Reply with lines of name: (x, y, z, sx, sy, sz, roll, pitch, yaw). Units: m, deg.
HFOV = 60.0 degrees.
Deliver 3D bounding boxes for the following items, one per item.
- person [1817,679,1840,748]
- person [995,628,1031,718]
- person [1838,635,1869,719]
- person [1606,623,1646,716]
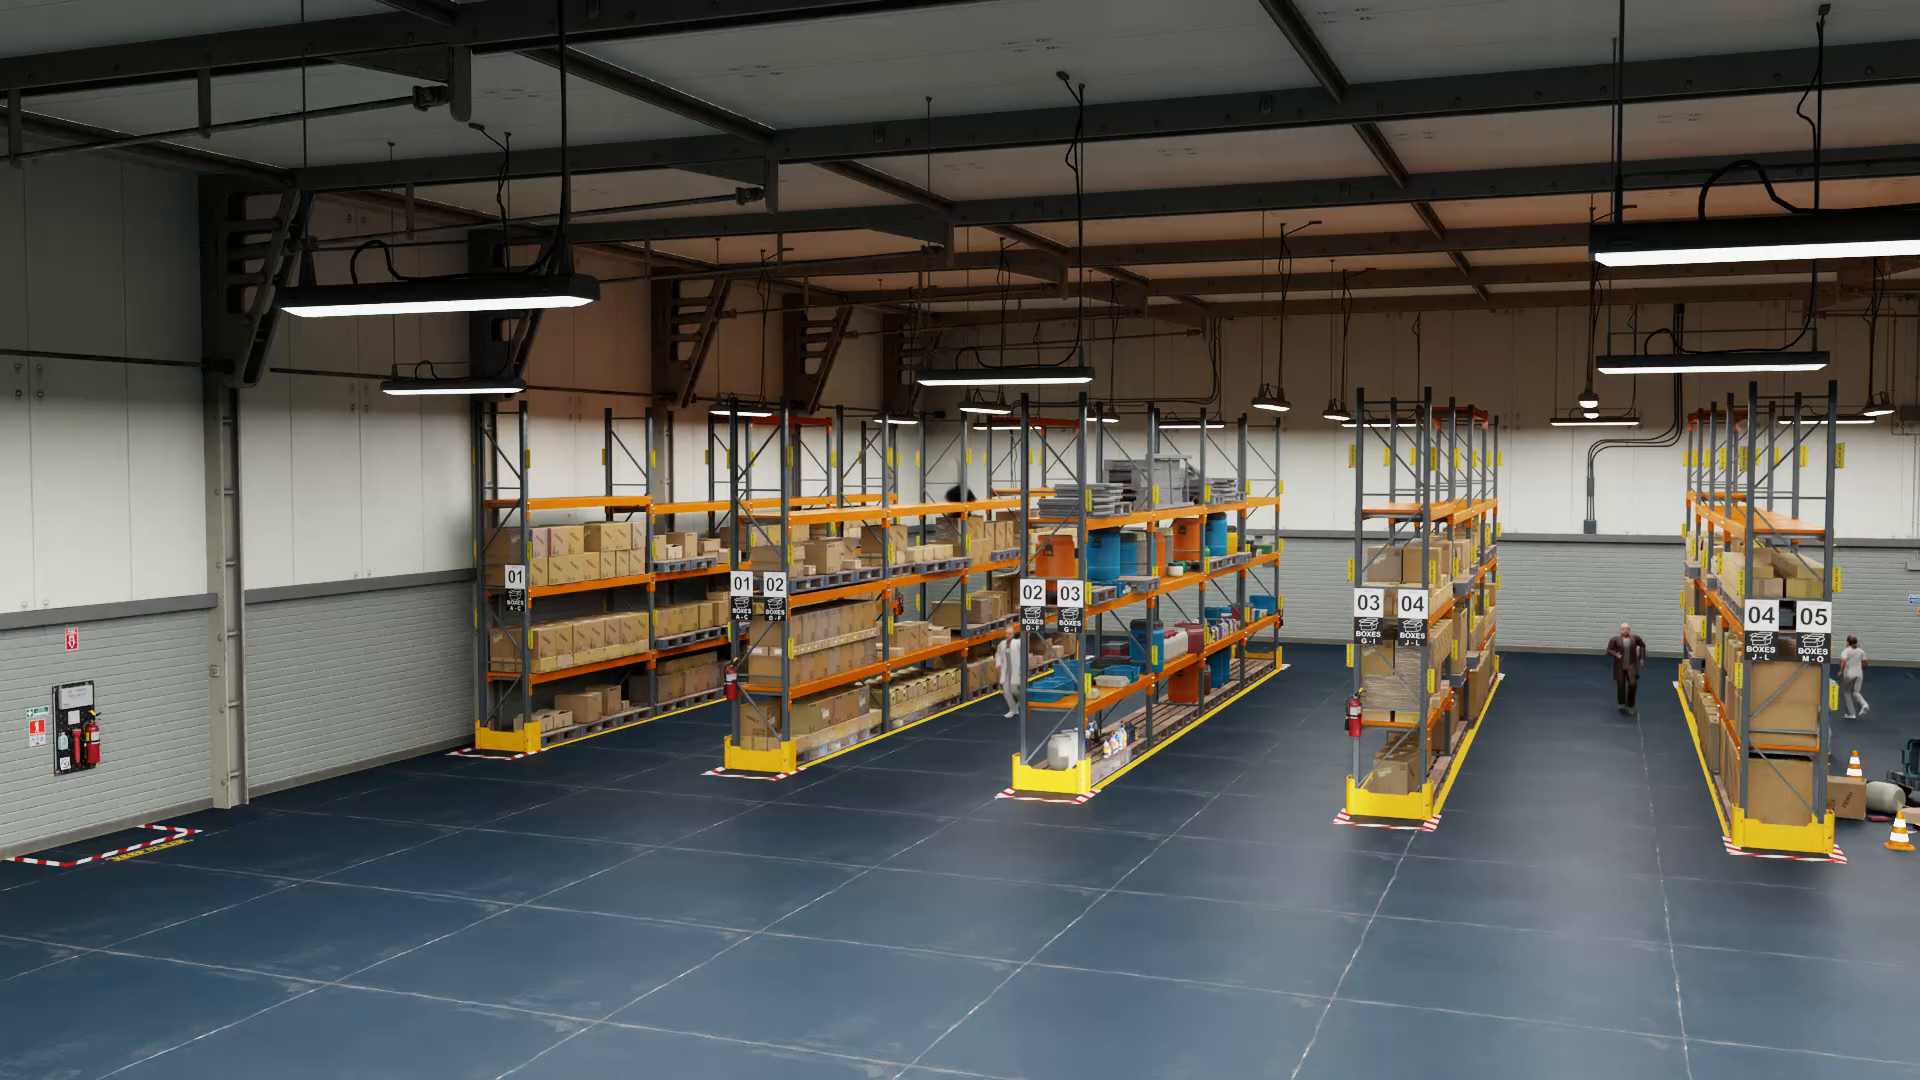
person: (14.929, 2.900, 28.808, 0.564, 1.427, 0.765, 0, 3, 3)
person: (1.038, 2.569, 32.421, 0.761, 1.745, 0.649, 1, 3, 21)
person: (17.225, 2.649, 31.989, 0.559, 1.617, 0.735, 0, 3, 2)
person: (13.053, 2.532, 32.596, 0.734, 1.821, 0.863, 1, 3, 18)
